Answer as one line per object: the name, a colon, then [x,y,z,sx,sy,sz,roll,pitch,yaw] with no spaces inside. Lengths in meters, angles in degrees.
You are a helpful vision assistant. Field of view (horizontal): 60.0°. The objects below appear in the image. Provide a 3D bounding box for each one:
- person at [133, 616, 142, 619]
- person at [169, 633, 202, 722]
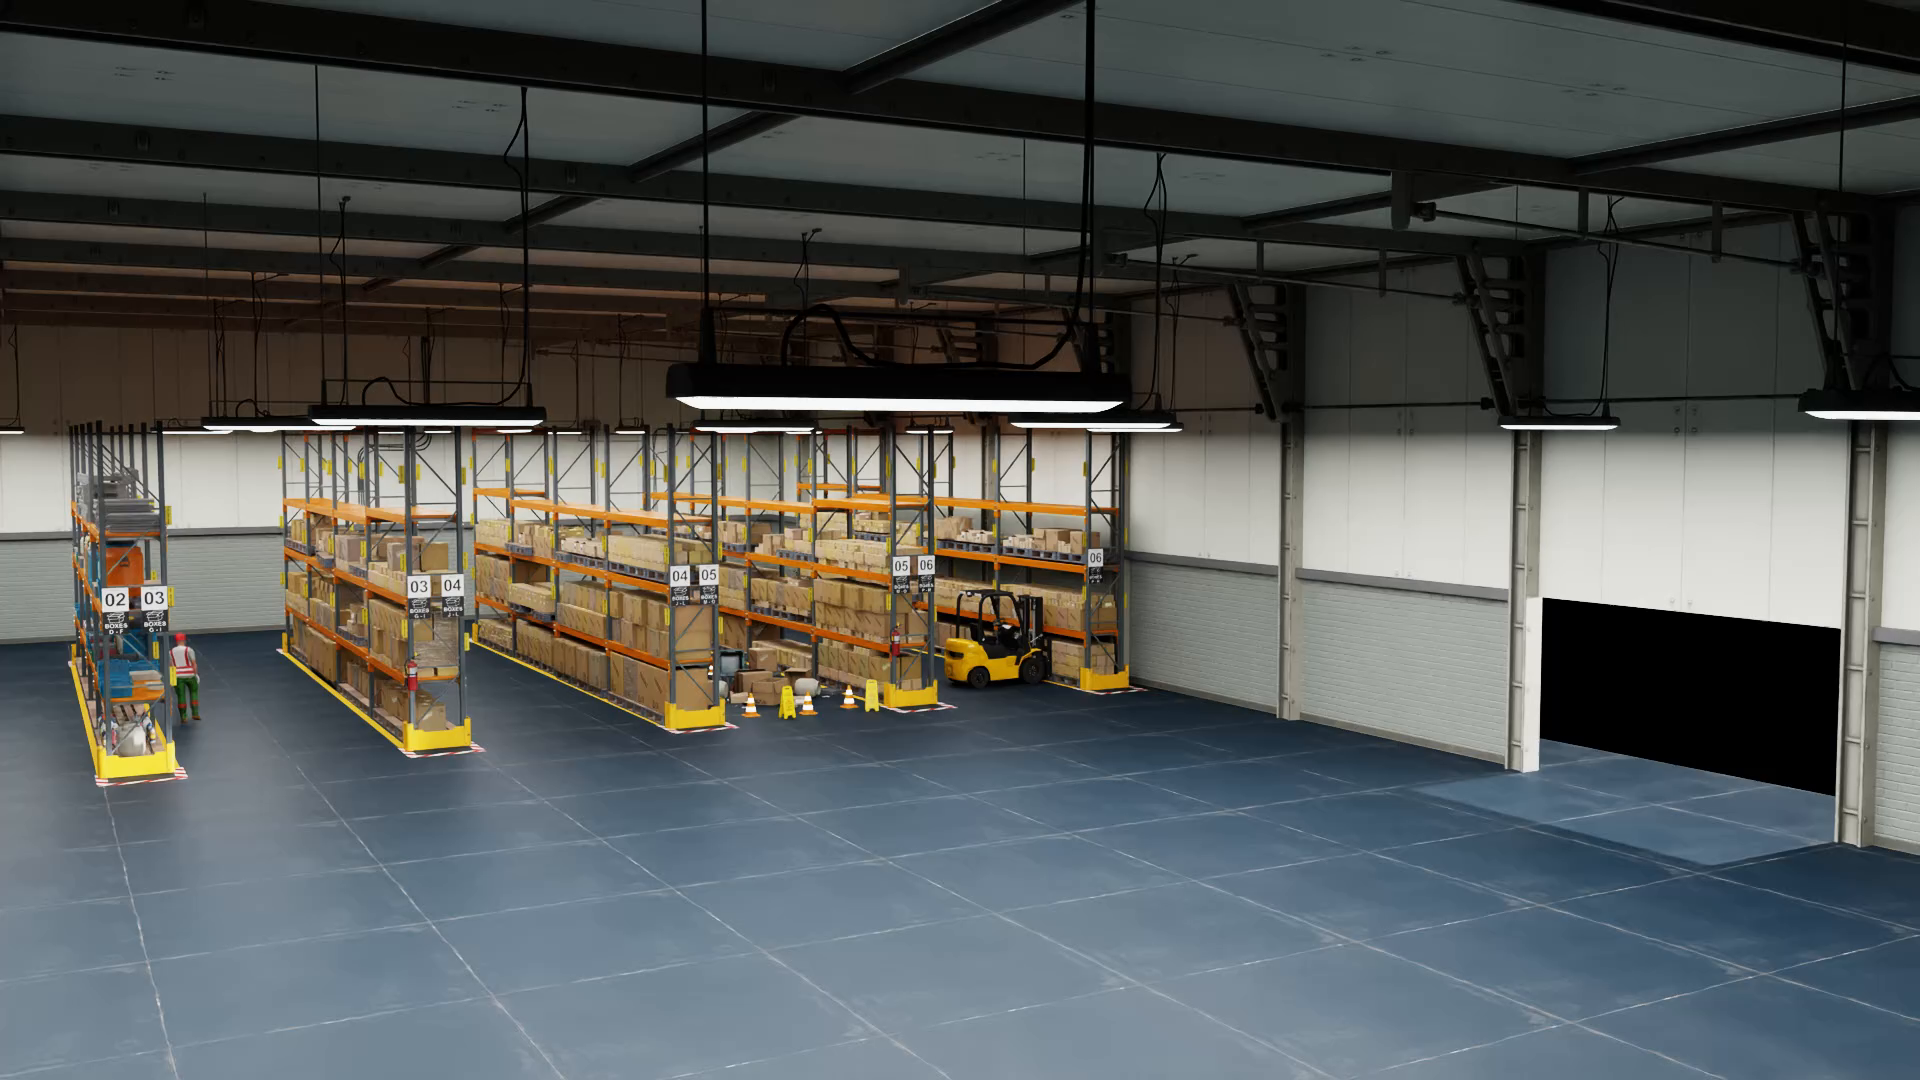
person: [-21.466,2.194,43.764,0.529,1.589,1.016,-3,5,-44]
person: [-15.602,2.780,33.463,0.595,1.821,0.531,-2,4,-23]
